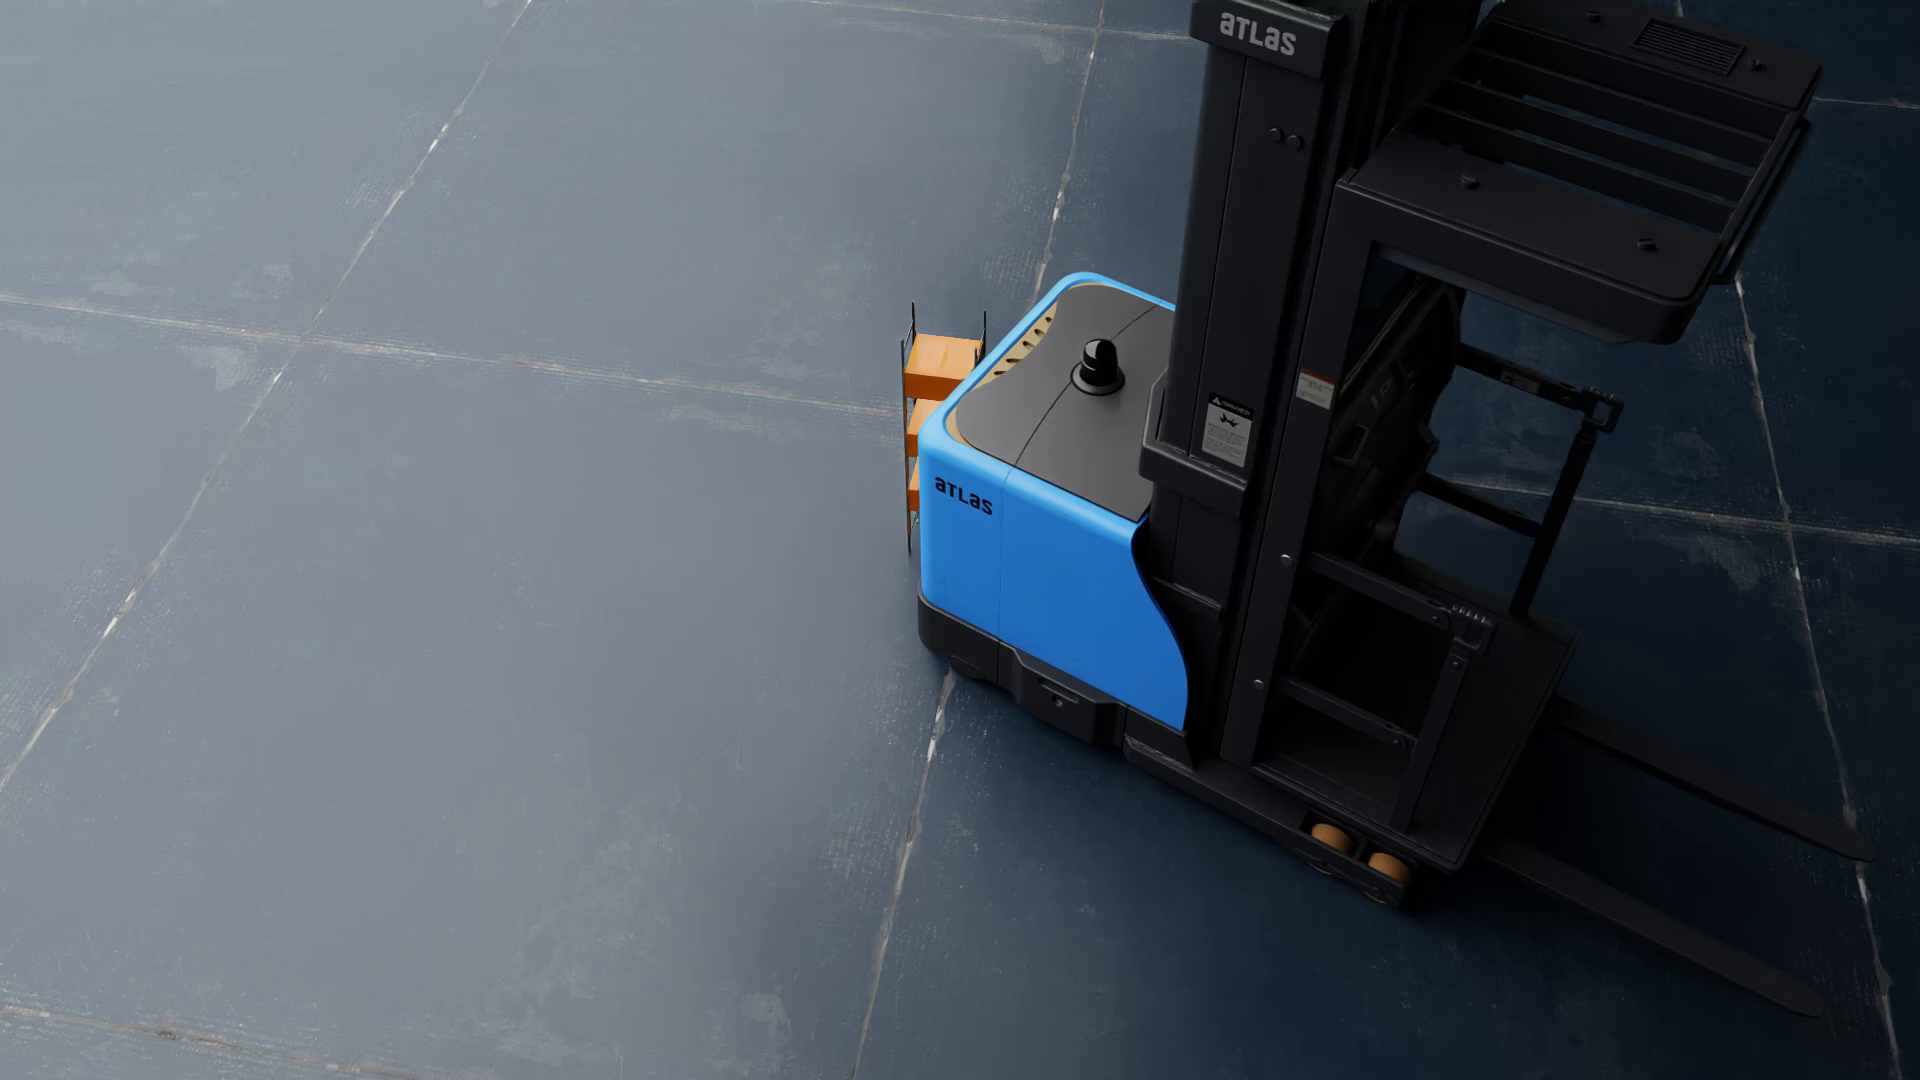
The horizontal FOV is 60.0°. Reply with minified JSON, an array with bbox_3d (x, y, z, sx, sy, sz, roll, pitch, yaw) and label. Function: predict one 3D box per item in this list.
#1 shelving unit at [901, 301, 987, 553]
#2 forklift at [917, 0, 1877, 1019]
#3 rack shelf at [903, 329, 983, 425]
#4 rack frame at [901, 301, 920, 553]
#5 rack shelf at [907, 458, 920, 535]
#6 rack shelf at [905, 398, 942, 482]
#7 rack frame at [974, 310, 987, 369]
[{"bbox_3d":[-0.053,-0.358,5.866,0.252,1.050,0.215,8,49,7],"label":"shelving unit"},{"bbox_3d":[1.366,-0.295,4.545,3.031,2.935,1.130,26,53,22],"label":"forklift"},{"bbox_3d":[-0.053,-0.541,5.663,0.240,0.259,0.215,8,49,7],"label":"rack shelf"},{"bbox_3d":[-0.173,-0.374,5.880,0.008,1.050,0.200,8,49,7],"label":"rack frame"},{"bbox_3d":[-0.053,-0.165,6.080,0.240,0.259,0.215,8,49,7],"label":"rack shelf"},{"bbox_3d":[-0.053,-0.351,5.874,0.240,0.259,0.215,8,49,7],"label":"rack shelf"},{"bbox_3d":[0.067,-0.342,5.851,0.008,1.050,0.200,8,49,7],"label":"rack frame"}]
